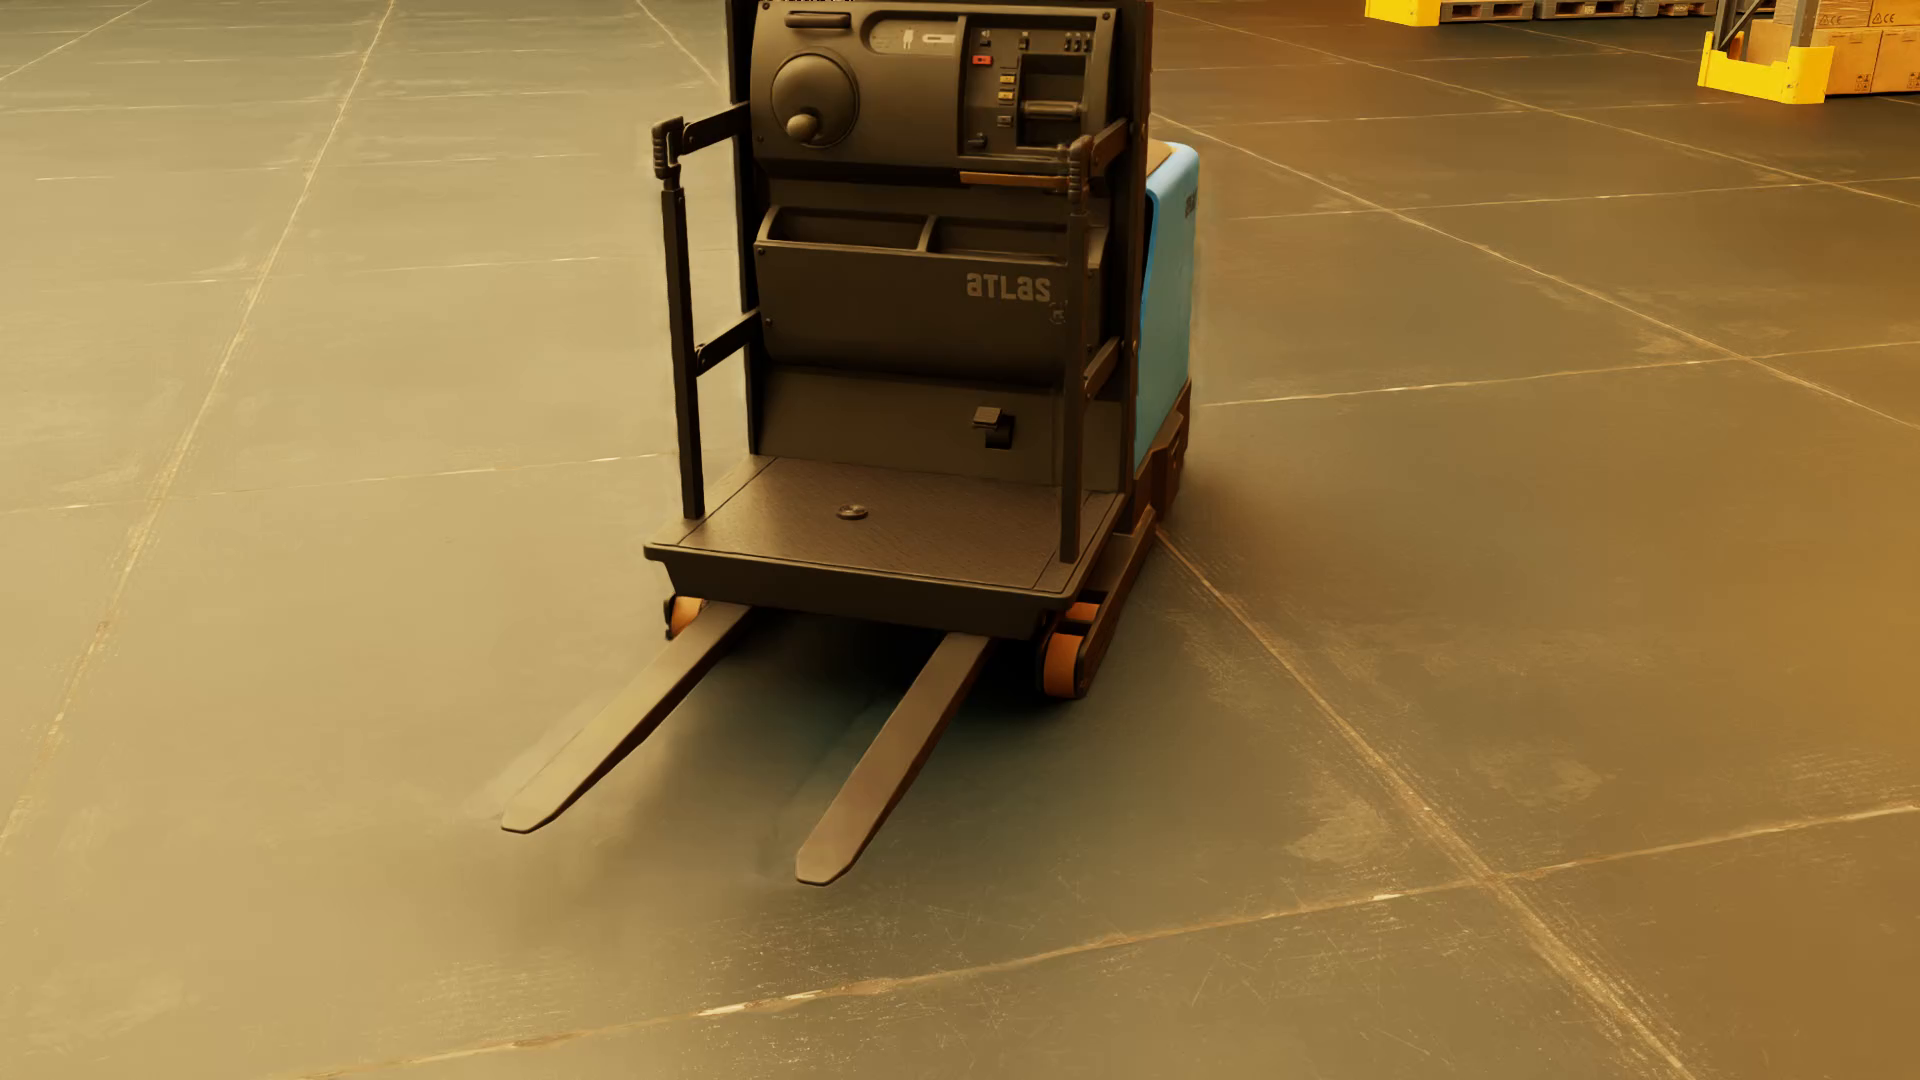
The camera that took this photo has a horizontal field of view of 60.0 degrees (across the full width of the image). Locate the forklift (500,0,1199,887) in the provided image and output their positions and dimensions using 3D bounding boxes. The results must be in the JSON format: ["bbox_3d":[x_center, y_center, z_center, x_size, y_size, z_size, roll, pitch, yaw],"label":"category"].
[{"bbox_3d":[-0.136,-1.124,3.952,1.130,2.935,3.031,7,24,15],"label":"forklift"}]
